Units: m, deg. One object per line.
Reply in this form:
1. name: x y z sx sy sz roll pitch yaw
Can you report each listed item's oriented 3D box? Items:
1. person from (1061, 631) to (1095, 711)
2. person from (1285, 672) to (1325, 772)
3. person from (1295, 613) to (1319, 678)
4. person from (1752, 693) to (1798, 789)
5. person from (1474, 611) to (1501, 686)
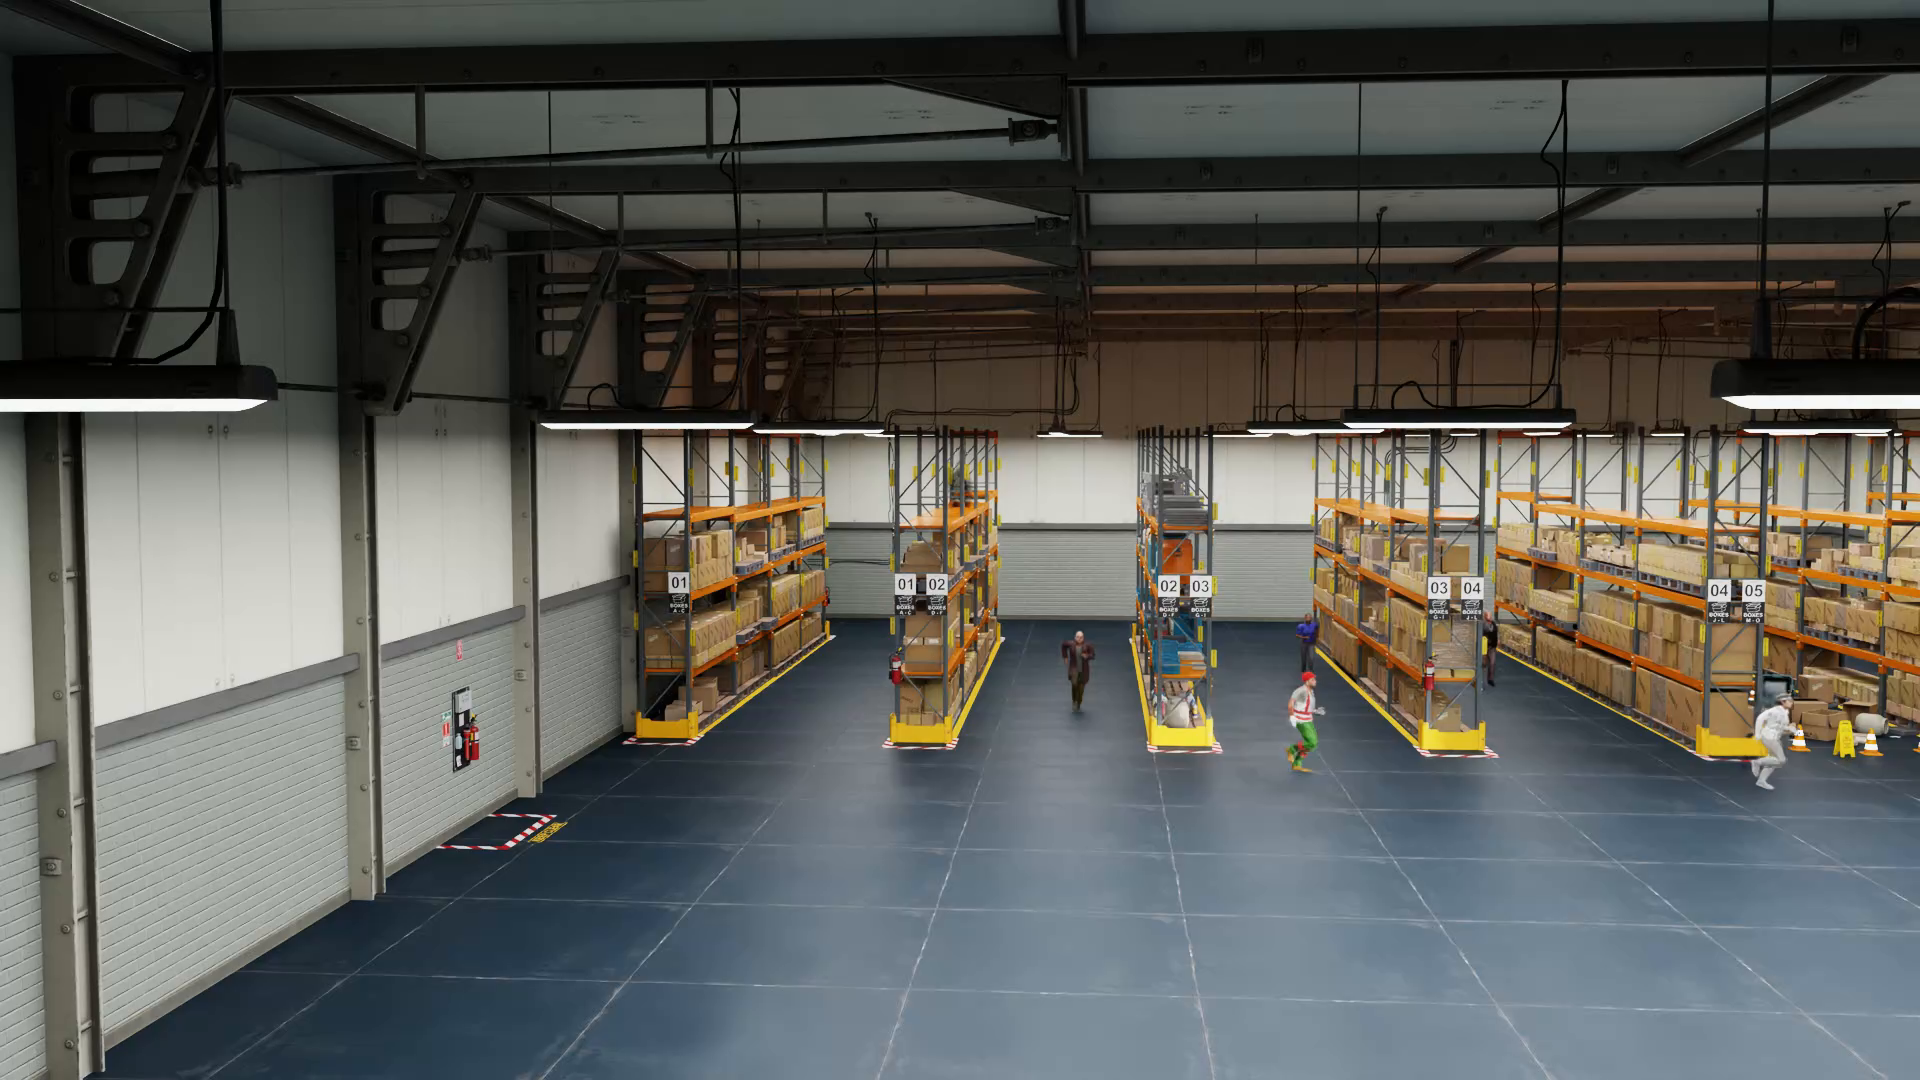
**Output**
1. person: 2.482 2.750 34.884 0.690 1.706 0.955 0 3 -1
2. person: 5.960 3.134 28.677 0.637 1.732 0.660 2 4 31
3. person: 8.195 2.551 39.251 0.601 1.687 0.918 0 3 0
4. person: 13.385 3.288 27.308 0.669 1.616 0.605 3 5 41
5. person: 12.362 2.530 38.991 0.684 1.725 0.794 0 3 -8
